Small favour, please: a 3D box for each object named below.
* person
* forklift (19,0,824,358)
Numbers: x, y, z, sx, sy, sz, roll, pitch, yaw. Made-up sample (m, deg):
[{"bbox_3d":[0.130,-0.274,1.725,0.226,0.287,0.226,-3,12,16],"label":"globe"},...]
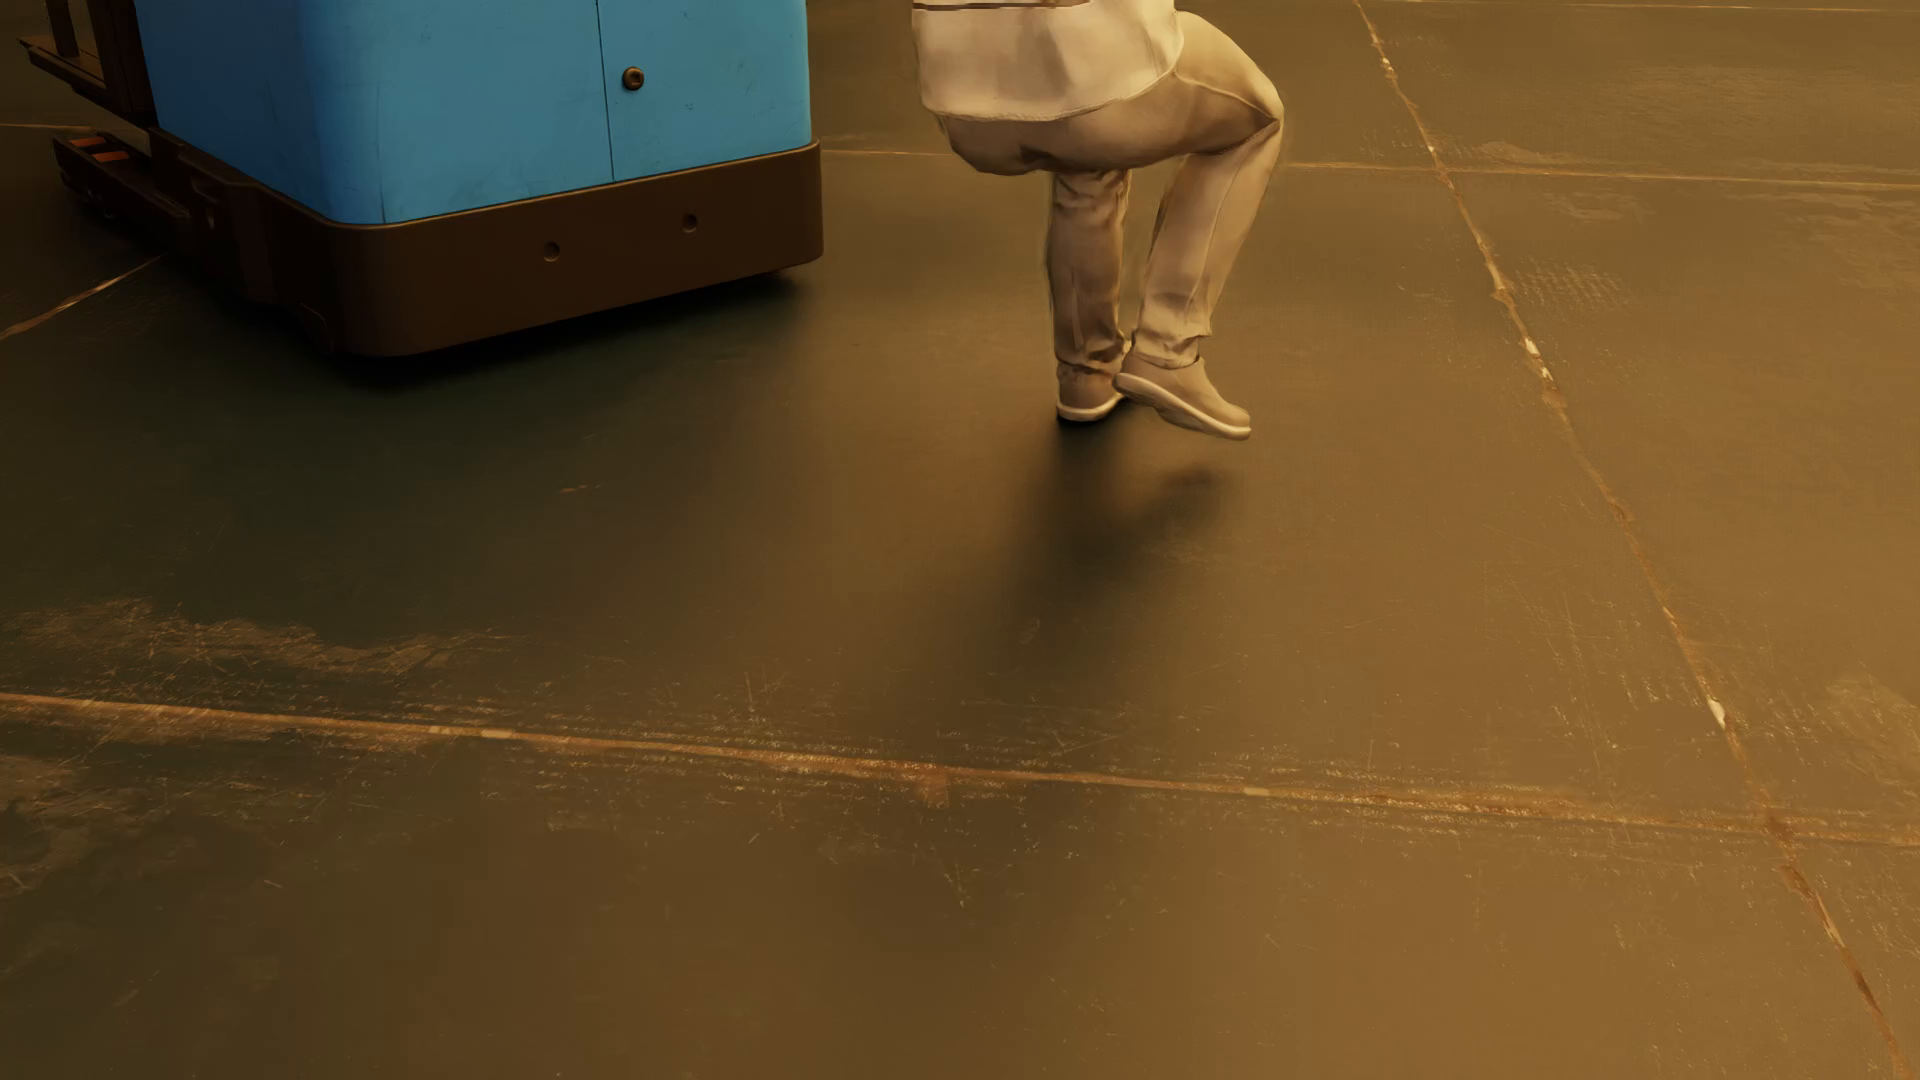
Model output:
[{"bbox_3d":[0.233,-0.799,2.444,1.047,1.466,0.782,15,30,27],"label":"person"},{"bbox_3d":[-1.627,-2.224,3.674,1.130,2.935,3.031,-21,33,-35],"label":"forklift"}]
